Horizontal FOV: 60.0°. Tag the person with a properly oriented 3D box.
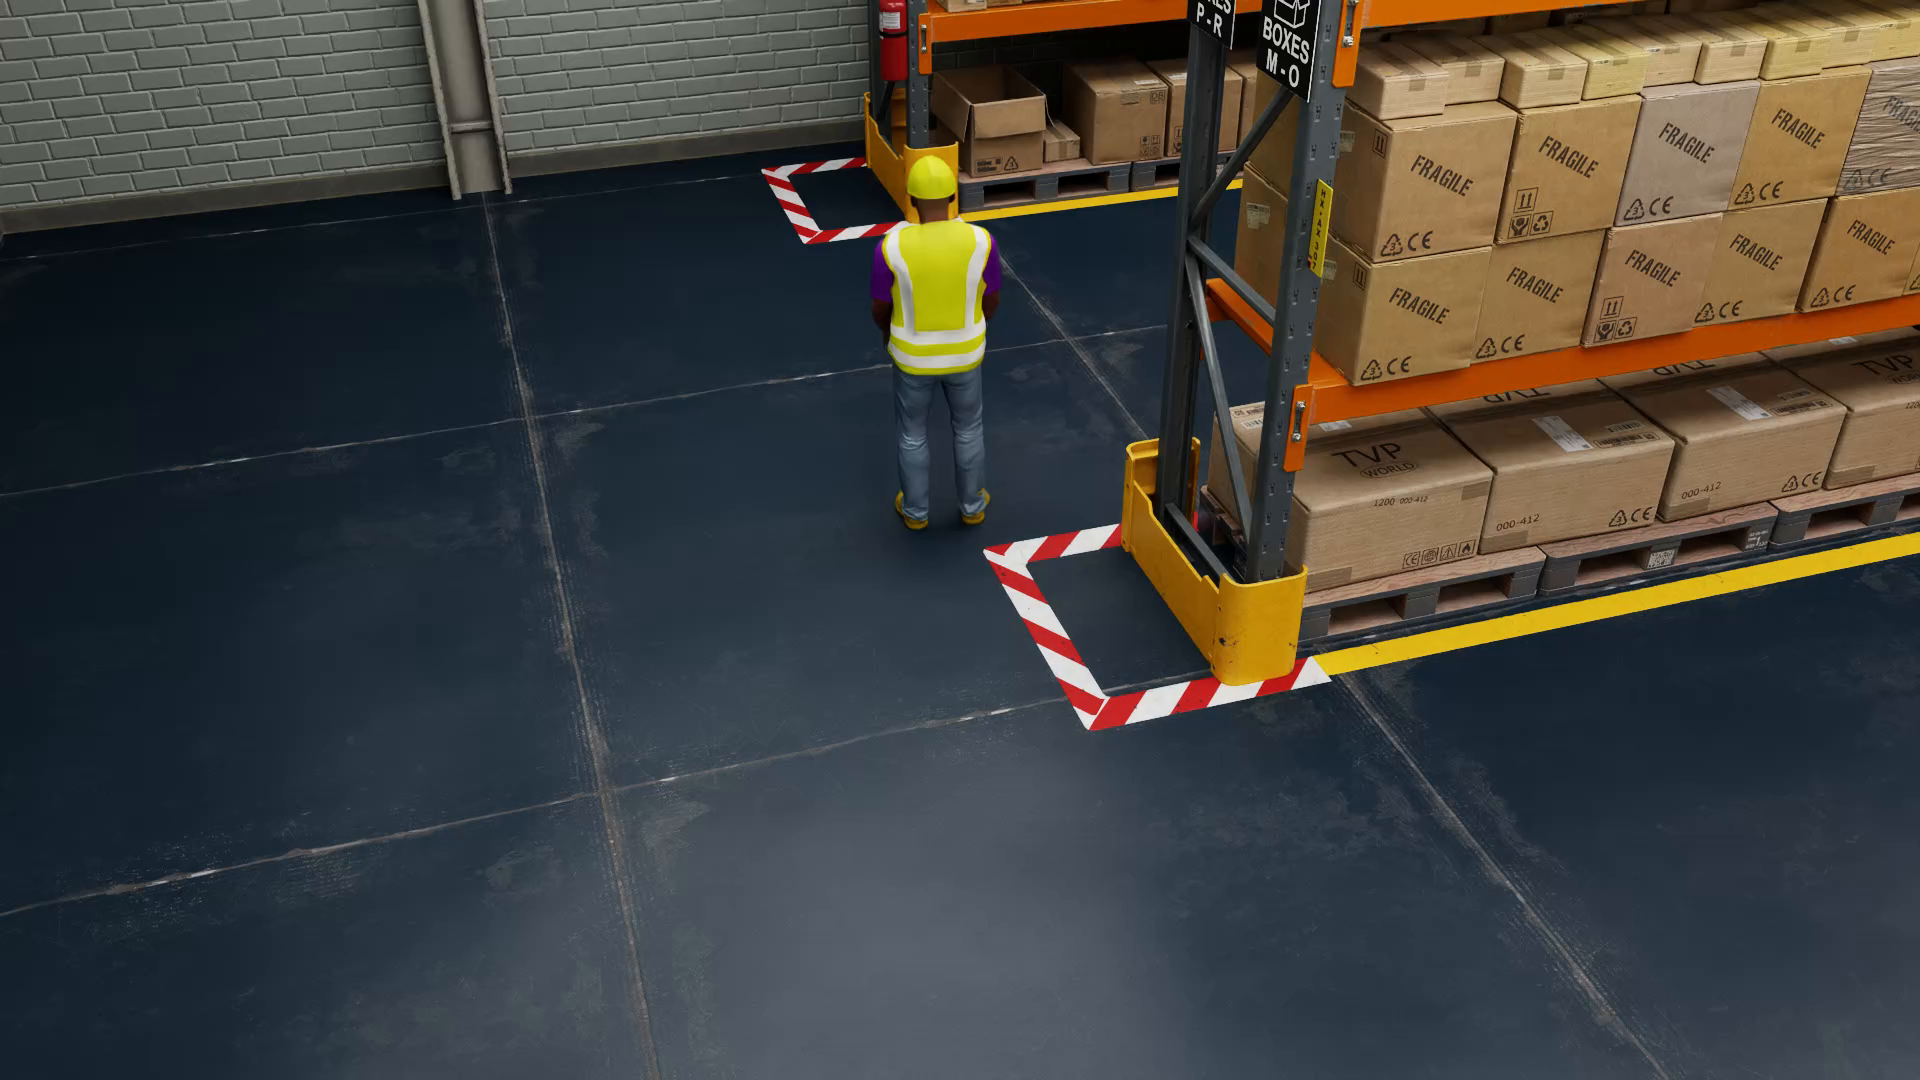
[{"bbox_3d":[-0.112,-0.847,7.397,0.609,1.758,0.452,-5,34,-7],"label":"person"}]
